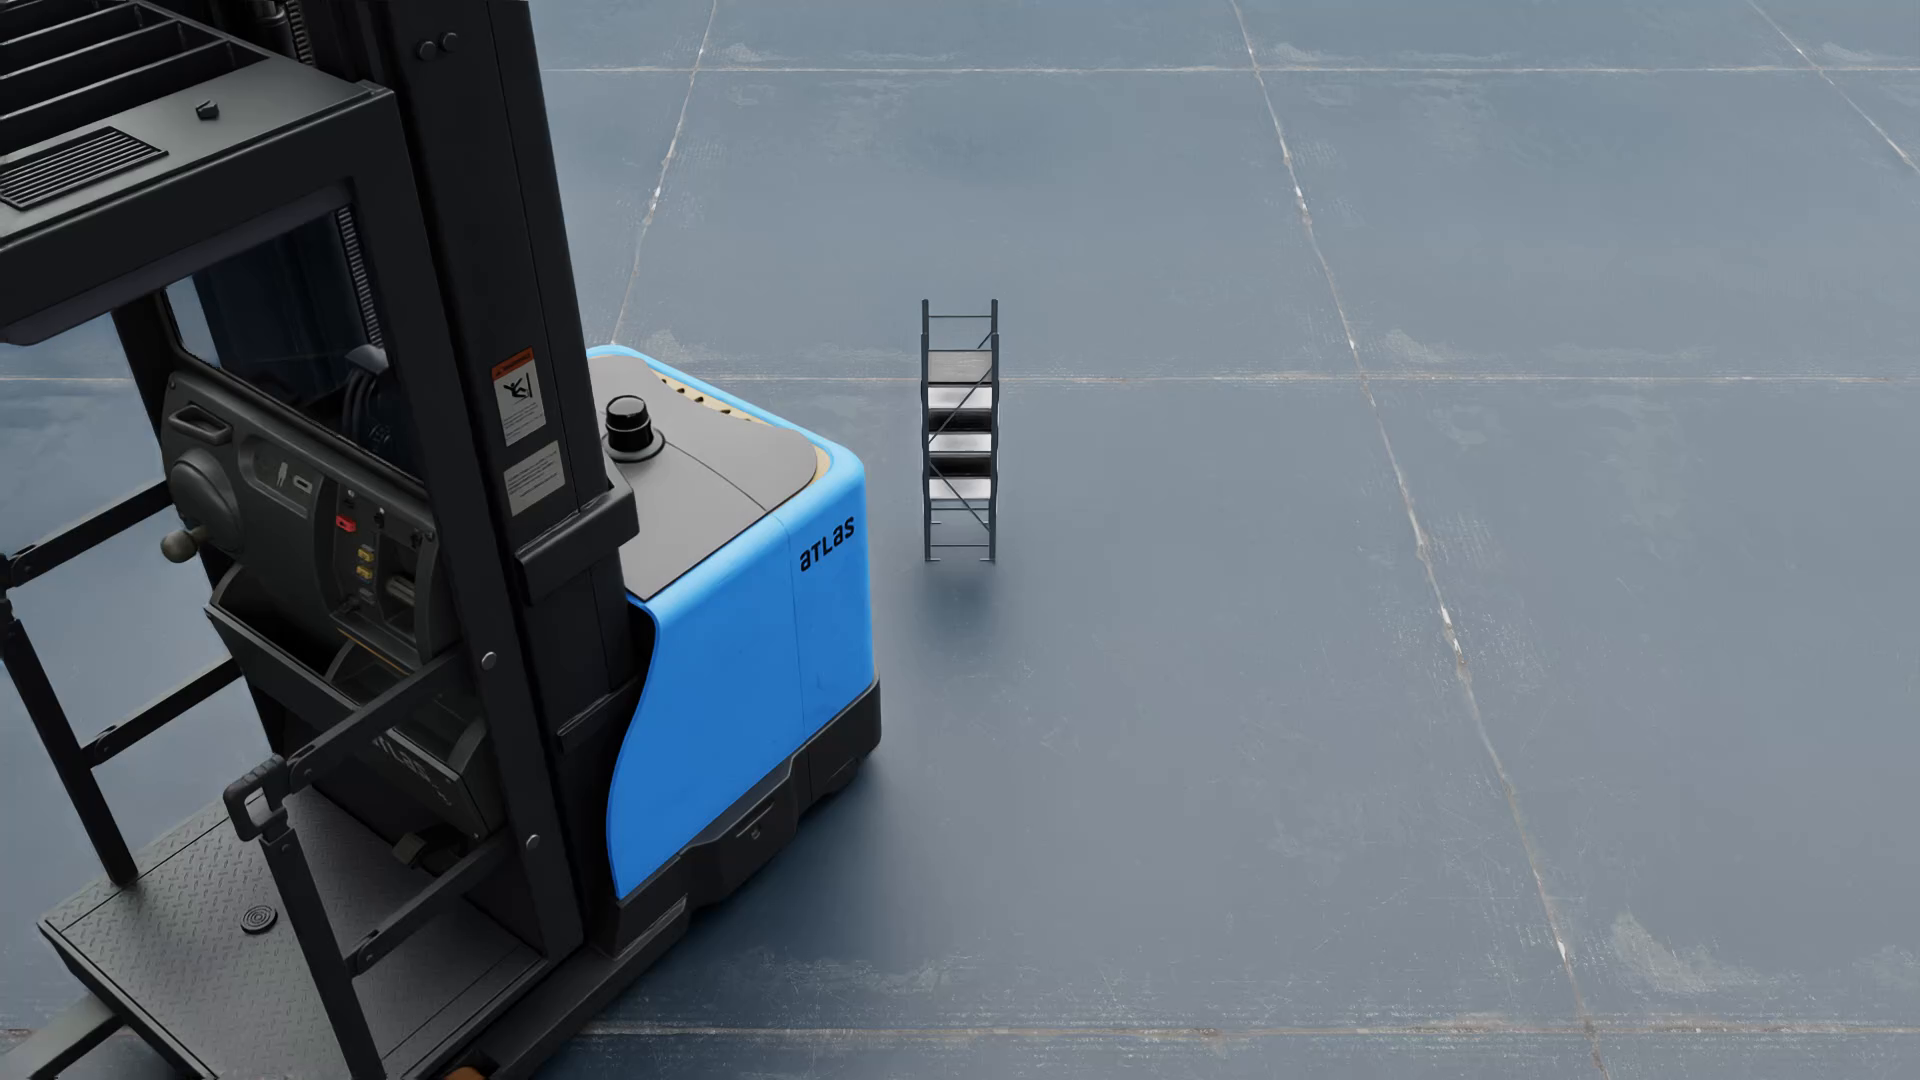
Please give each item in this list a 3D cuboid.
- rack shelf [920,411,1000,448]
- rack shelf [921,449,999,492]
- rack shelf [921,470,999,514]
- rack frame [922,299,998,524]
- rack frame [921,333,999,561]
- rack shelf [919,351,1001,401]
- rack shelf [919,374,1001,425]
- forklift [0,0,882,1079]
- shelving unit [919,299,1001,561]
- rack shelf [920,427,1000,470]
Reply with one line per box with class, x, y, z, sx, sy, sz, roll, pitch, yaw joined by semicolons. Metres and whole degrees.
rack shelf;0.000;-0.390;5.427;0.258;0.077;0.200;0;39;0
rack shelf;0.000;-0.250;5.539;0.258;0.077;0.200;0;39;0
rack shelf;0.000;-0.180;5.596;0.258;0.077;0.200;0;39;0
rack frame;0.000;-0.410;5.542;0.240;0.900;0.006;0;39;0
rack frame;0.000;-0.282;5.383;0.240;0.900;0.006;0;39;0
rack shelf;0.000;-0.531;5.314;0.258;0.077;0.200;0;39;0
rack shelf;0.000;-0.461;5.371;0.258;0.077;0.200;0;39;0
forklift;-1.525;0.027;3.373;1.130;2.935;3.031;26;45;28
shelving unit;0.000;-0.346;5.462;0.258;0.900;0.210;0;39;0
rack shelf;0.000;-0.320;5.483;0.258;0.077;0.200;0;39;0
